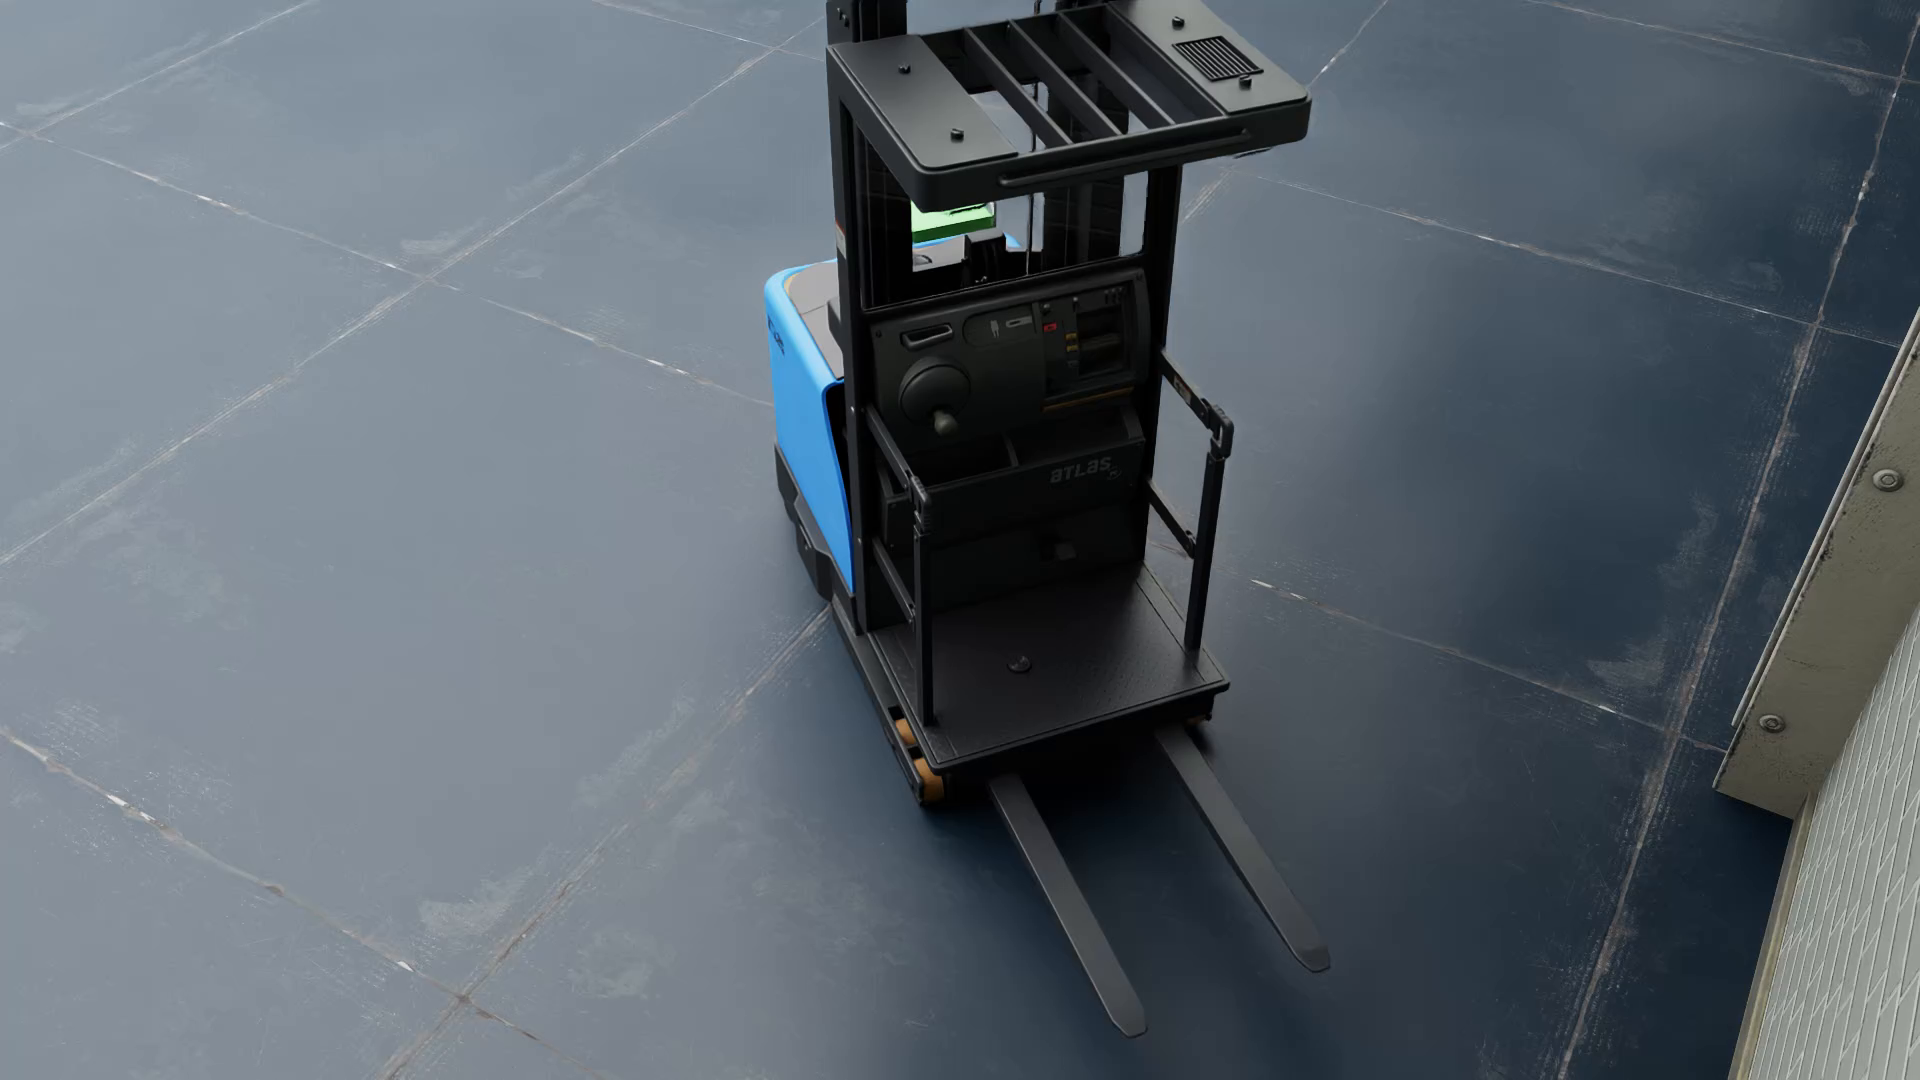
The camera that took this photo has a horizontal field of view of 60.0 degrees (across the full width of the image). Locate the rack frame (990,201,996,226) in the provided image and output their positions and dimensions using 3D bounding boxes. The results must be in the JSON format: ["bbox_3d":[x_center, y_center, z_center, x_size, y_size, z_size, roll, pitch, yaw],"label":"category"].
[{"bbox_3d":[0.093,-1.001,6.978,0.015,1.200,0.240,-14,43,-16],"label":"rack frame"}]

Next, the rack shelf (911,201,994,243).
[{"bbox_3d":[-0.134,-1.255,6.637,0.480,0.148,0.258,-14,43,-16],"label":"rack shelf"}]

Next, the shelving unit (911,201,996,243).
[{"bbox_3d":[-0.134,-0.942,6.912,0.503,1.200,0.258,-14,43,-16],"label":"shelving unit"}]

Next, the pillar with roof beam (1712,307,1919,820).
[{"bbox_3d":[-0.885,-4.000,4.483,9.100,9.000,0.400,21,45,22],"label":"pillar with roof beam"}]

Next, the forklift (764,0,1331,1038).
[{"bbox_3d":[0.250,-0.511,5.113,1.130,2.935,3.031,-14,43,-16],"label":"forklift"}]
